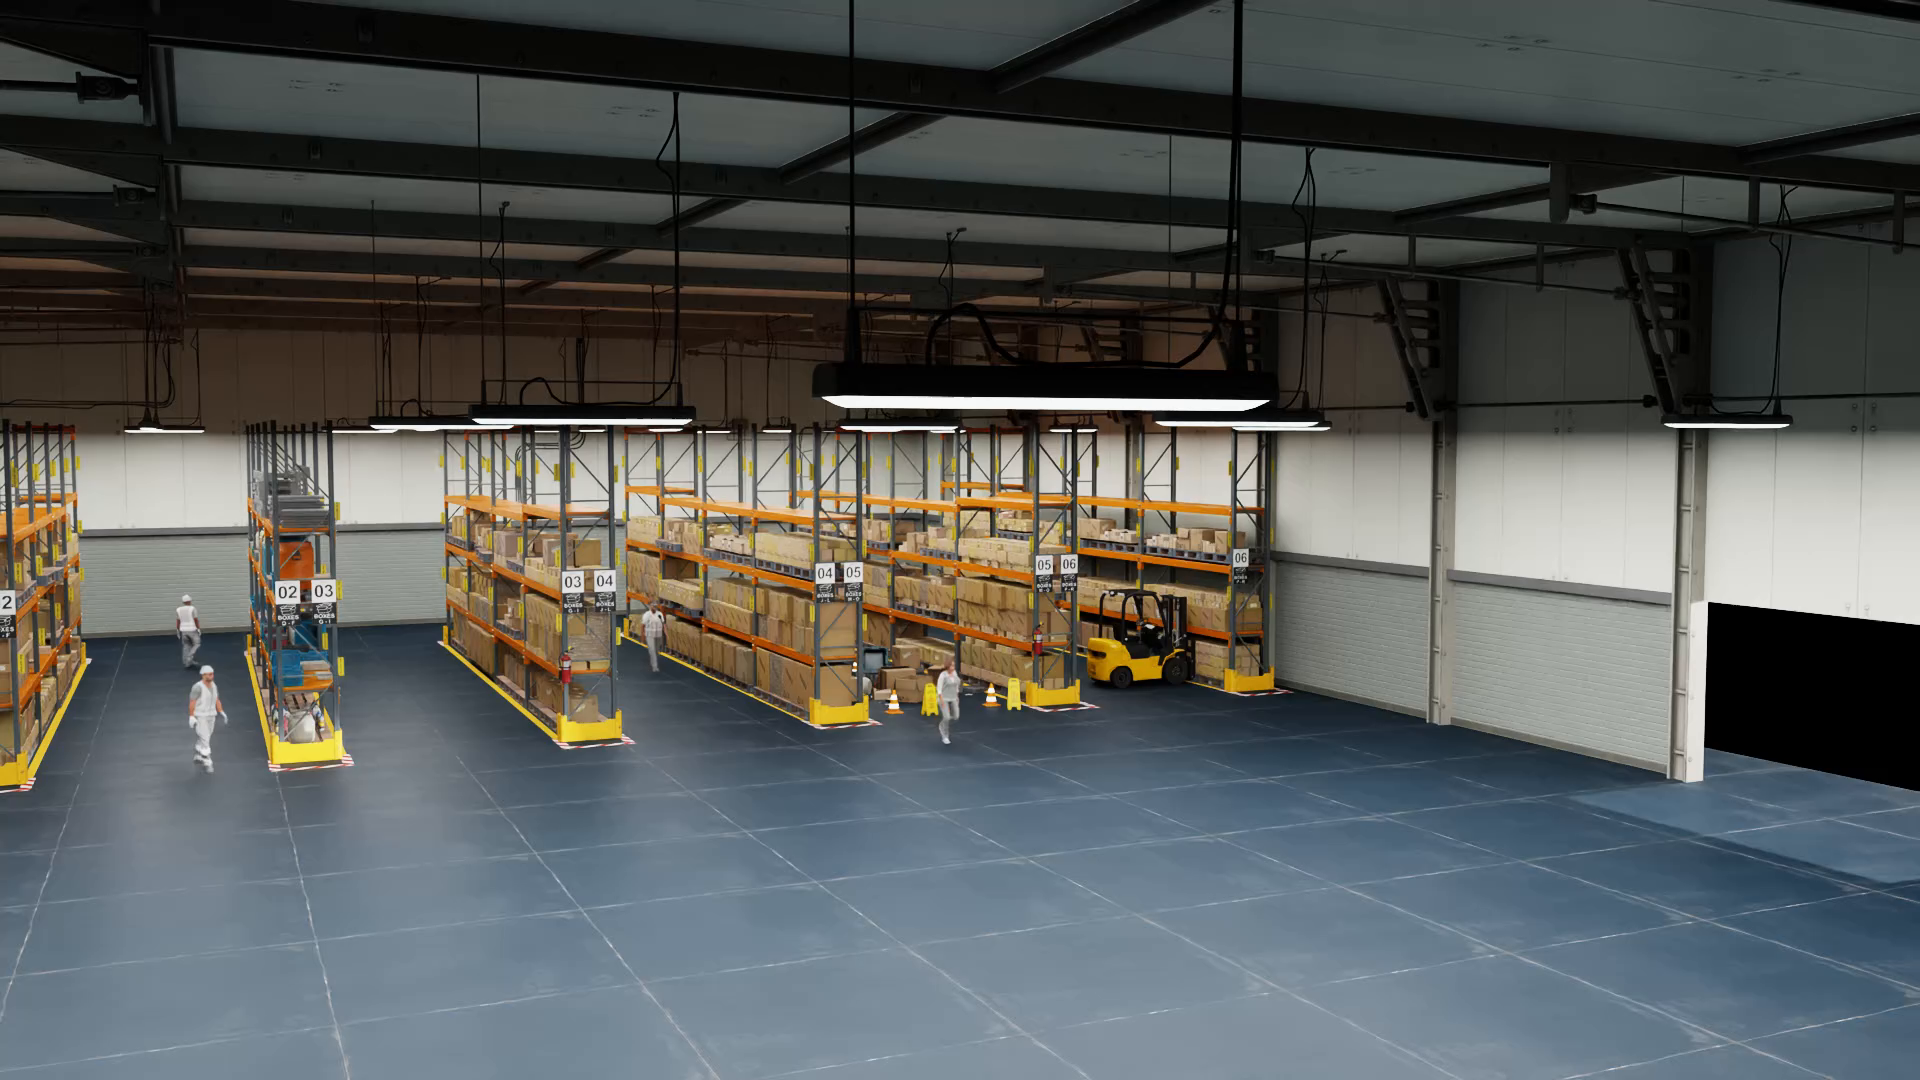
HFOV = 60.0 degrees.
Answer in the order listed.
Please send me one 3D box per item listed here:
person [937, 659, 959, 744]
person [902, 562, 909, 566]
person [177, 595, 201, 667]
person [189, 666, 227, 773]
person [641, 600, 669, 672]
[{"bbox_3d":[-0.258,3.001,31.113,0.491,1.581,0.485,-2,4,-33],"label":"person"},{"bbox_3d":[-1.712,1.540,53.342,0.674,1.664,0.468,-2,4,-27],"label":"person"},{"bbox_3d":[-19.148,2.259,41.254,0.596,1.786,0.512,1,4,9],"label":"person"},{"bbox_3d":[-12.959,3.063,28.572,0.793,1.822,0.632,2,4,32],"label":"person"},{"bbox_3d":[-7.445,2.312,40.526,0.628,1.710,1.078,-2,4,-27],"label":"person"}]
